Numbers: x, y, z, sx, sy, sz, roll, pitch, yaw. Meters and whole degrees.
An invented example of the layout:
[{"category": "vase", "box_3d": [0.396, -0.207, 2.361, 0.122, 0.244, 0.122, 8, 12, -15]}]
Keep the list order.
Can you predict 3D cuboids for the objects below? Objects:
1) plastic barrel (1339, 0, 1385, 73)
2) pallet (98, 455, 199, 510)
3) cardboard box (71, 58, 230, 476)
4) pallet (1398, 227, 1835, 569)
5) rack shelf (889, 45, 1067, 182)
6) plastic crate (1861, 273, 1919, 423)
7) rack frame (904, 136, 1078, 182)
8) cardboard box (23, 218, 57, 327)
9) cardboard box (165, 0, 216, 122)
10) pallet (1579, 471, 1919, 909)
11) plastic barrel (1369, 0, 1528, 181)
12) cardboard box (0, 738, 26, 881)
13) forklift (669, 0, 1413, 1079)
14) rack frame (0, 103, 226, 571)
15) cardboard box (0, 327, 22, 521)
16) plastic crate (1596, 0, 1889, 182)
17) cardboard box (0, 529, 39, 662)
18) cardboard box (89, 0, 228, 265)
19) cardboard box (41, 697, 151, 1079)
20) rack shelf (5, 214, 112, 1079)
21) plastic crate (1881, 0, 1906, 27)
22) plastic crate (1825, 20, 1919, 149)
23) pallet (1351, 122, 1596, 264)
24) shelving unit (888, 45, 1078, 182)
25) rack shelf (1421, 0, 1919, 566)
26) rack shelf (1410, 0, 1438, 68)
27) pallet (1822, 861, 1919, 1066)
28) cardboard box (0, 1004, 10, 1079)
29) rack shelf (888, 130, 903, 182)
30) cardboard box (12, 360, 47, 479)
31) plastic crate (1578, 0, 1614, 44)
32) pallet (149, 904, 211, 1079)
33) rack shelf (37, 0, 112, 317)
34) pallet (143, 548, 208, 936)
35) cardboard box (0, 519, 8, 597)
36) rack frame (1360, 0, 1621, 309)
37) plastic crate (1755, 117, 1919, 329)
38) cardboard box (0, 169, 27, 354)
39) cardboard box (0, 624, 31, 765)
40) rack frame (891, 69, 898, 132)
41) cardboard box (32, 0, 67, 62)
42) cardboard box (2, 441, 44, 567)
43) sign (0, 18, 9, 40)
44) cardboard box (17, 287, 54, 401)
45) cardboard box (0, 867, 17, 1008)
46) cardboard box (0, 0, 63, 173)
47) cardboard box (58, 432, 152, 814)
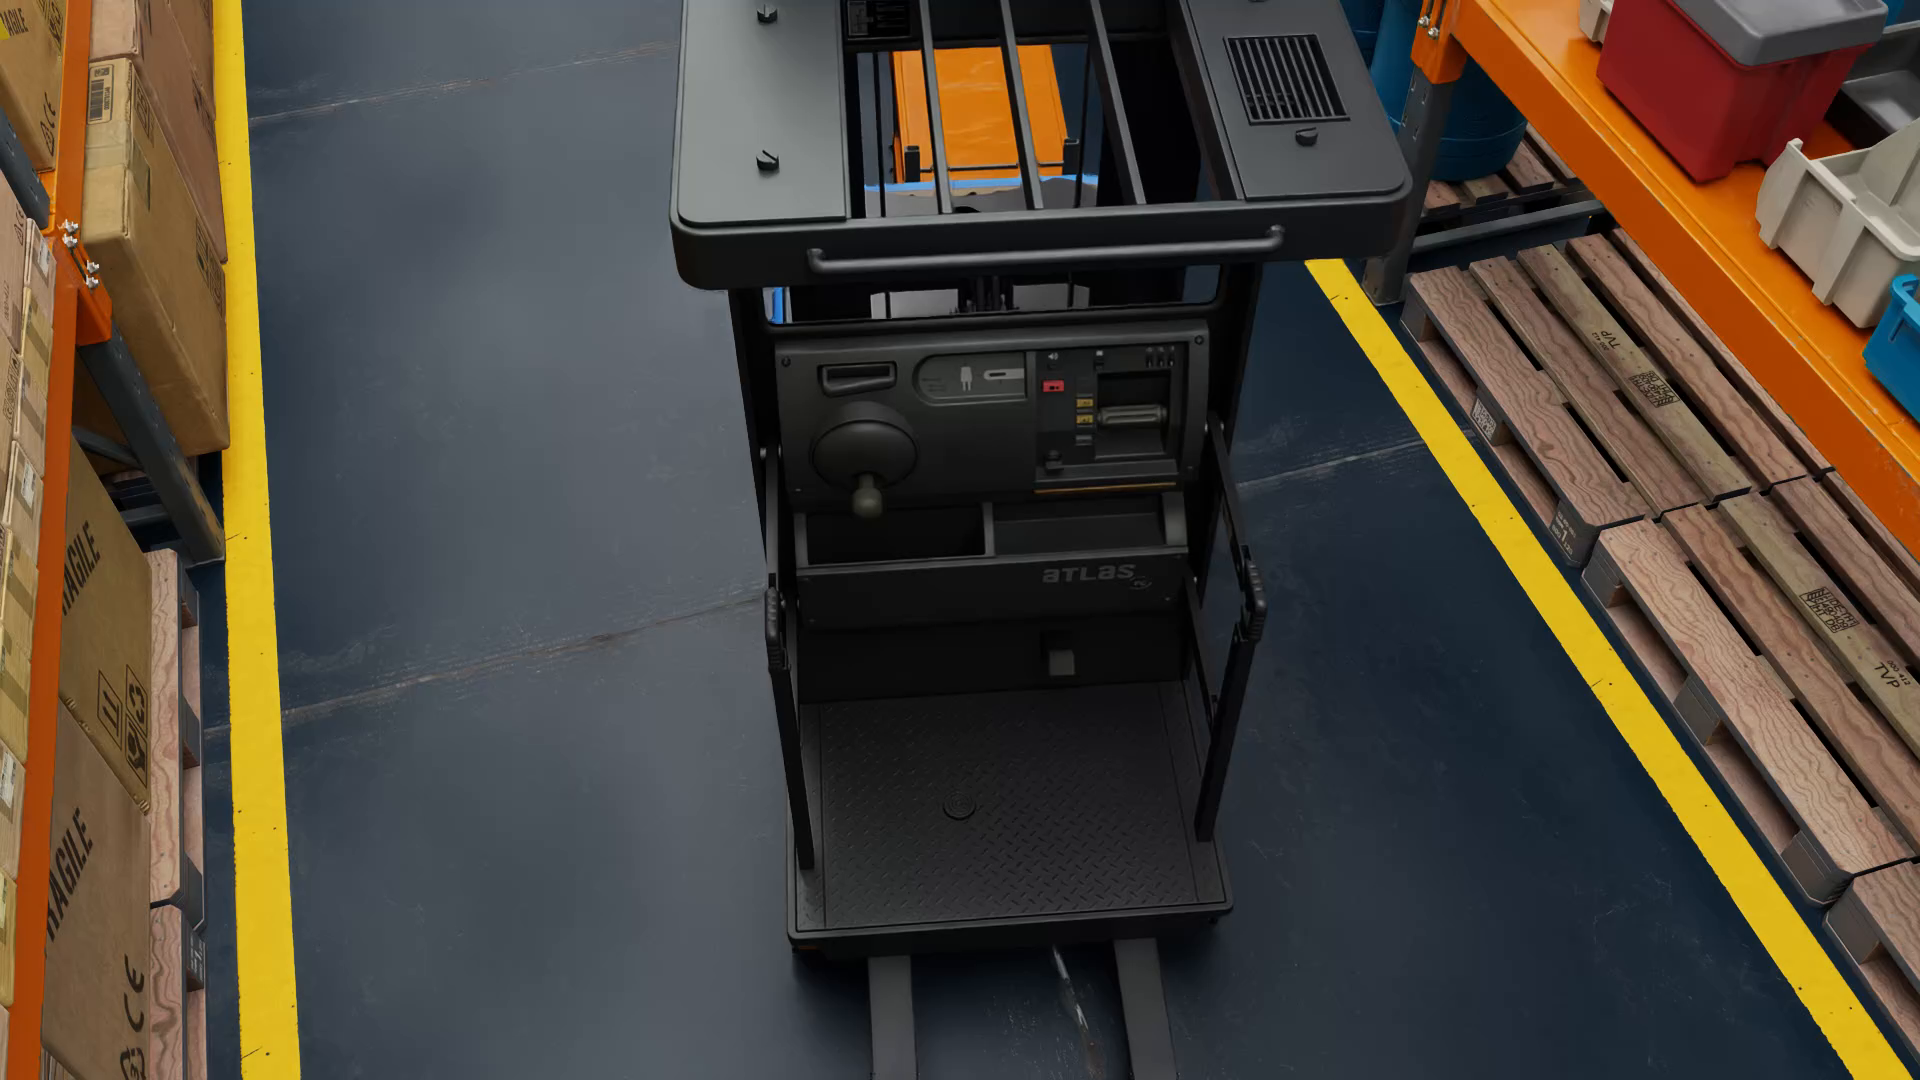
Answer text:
[{"category": "plastic barrel", "box_3d": [1.590, -2.328, 6.348, 0.600, 0.901, 0.708, -13, 51, -11]}, {"category": "pallet", "box_3d": [-3.087, -0.478, 5.515, 1.003, 0.211, 1.213, -13, 51, -11]}, {"category": "cardboard box", "box_3d": [-2.995, -0.744, 5.030, 1.225, 0.875, 0.875, -13, 51, -11]}, {"category": "pallet", "box_3d": [2.199, -0.523, 5.553, 1.003, 0.211, 1.213, -13, 51, -11]}, {"category": "rack shelf", "box_3d": [0.052, -1.342, 5.263, 0.538, 0.278, 1.000, -3, 50, -3]}, {"category": "plastic crate", "box_3d": [2.275, -0.436, 3.726, 0.416, 0.233, 0.300, -13, 51, -11]}, {"category": "rack frame", "box_3d": [0.091, -0.766, 5.160, 0.500, 1.125, 0.032, -3, 50, -3]}, {"category": "cardboard box", "box_3d": [-2.384, -0.601, 3.959, 0.380, 0.149, 0.250, -13, 51, -11]}, {"category": "cardboard box", "box_3d": [-3.529, -2.041, 6.124, 1.225, 0.875, 0.875, -13, 51, -11]}, {"category": "pallet", "box_3d": [2.563, 0.369, 4.801, 1.003, 0.211, 1.213, -13, 51, -11]}, {"category": "plastic barrel", "box_3d": [1.800, -1.811, 5.912, 0.600, 0.901, 0.708, -13, 51, -11]}, {"category": "cardboard box", "box_3d": [-1.929, 0.524, 3.011, 0.380, 0.149, 0.250, -13, 51, -10]}, {"category": "forklift", "box_3d": [0.092, -0.153, 3.462, 1.130, 2.935, 3.031, -3, 50, -3]}, {"category": "rack frame", "box_3d": [-2.787, -0.830, 3.988, 1.000, 3.000, 0.127, -13, 51, -11]}, {"category": "cardboard box", "box_3d": [-2.250, -0.237, 3.392, 0.500, 0.250, 0.500, -12, 51, -10]}, {"category": "plastic crate", "box_3d": [1.969, -1.281, 4.287, 0.402, 0.464, 0.583, -13, 51, -11]}, {"category": "cardboard box", "box_3d": [-2.079, 0.151, 3.325, 0.380, 0.149, 0.250, -12, 51, -10]}, {"category": "cardboard box", "box_3d": [-3.260, -1.396, 5.580, 1.225, 0.875, 0.875, -15, 51, -12]}, {"category": "cardboard box", "box_3d": [-2.402, 0.876, 3.664, 0.875, 0.875, 0.875, -13, 51, -11]}, {"category": "rack shelf", "box_3d": [-2.195, 0.862, 3.032, 1.077, 0.370, 4.000, -13, 51, -11]}, {"category": "plastic crate", "box_3d": [2.408, -1.701, 4.693, 0.392, 0.384, 0.575, -13, 51, -11]}, {"category": "plastic crate", "box_3d": [2.532, -1.124, 4.377, 0.437, 0.125, 0.590, -13, 51, -11]}, {"category": "pallet", "box_3d": [1.756, -1.625, 6.481, 1.003, 0.211, 1.213, -13, 51, -11]}, {"category": "shelving unit", "box_3d": [0.052, -1.153, 5.487, 0.538, 1.125, 1.048, -3, 50, -3]}, {"category": "rack shelf", "box_3d": [2.536, -0.258, 3.976, 1.077, 0.370, 4.000, -13, 51, -11]}, {"category": "rack shelf", "box_3d": [1.353, -3.179, 6.439, 1.077, 0.370, 4.000, -13, 51, -11]}, {"category": "pallet", "box_3d": [2.921, 1.259, 4.051, 1.003, 0.211, 1.213, -13, 51, -11]}, {"category": "cardboard box", "box_3d": [-1.776, 0.900, 2.694, 0.380, 0.149, 0.250, -14, 51, -11]}, {"category": "rack shelf", "box_3d": [0.052, -0.996, 5.674, 0.538, 0.278, 1.000, -3, 50, -3]}, {"category": "cardboard box", "box_3d": [-2.232, -0.225, 3.642, 0.380, 0.149, 0.250, -14, 51, -12]}, {"category": "plastic crate", "box_3d": [1.946, -1.512, 4.696, 0.396, 0.136, 0.243, -13, 51, -11]}, {"category": "pallet", "box_3d": [-2.272, 1.534, 3.819, 1.003, 0.211, 1.213, -13, 51, -11]}, {"category": "rack shelf", "box_3d": [-3.378, -2.059, 5.495, 1.077, 0.370, 4.000, -13, 51, -11]}, {"category": "pallet", "box_3d": [-2.637, 0.641, 4.571, 1.003, 0.211, 1.213, -13, 51, -11]}, {"category": "cardboard box", "box_3d": [-2.099, 0.135, 3.078, 0.500, 0.250, 0.500, -12, 51, -10]}, {"category": "rack frame", "box_3d": [1.944, -1.950, 4.932, 1.000, 3.000, 0.127, -13, 51, -11]}, {"category": "plastic crate", "box_3d": [2.220, -0.775, 3.979, 0.437, 0.282, 0.530, -13, 51, -11]}, {"category": "cardboard box", "box_3d": [-2.406, -0.615, 3.710, 0.500, 0.250, 0.500, -14, 51, -12]}, {"category": "cardboard box", "box_3d": [-2.003, 0.338, 3.168, 0.380, 0.149, 0.250, -14, 51, -12]}, {"category": "rack frame", "box_3d": [0.013, -1.541, 5.813, 0.500, 1.125, 0.032, -3, 50, -3]}, {"category": "cardboard box", "box_3d": [-2.834, -1.622, 4.590, 0.500, 0.500, 0.500, -13, 51, -11]}, {"category": "cardboard box", "box_3d": [-2.156, -0.038, 3.484, 0.380, 0.149, 0.250, -12, 51, -10]}, {"category": "sign", "box_3d": [-2.257, -1.262, 3.734, 0.100, 0.325, 0.005, -13, 51, -11]}, {"category": "cardboard box", "box_3d": [-2.307, -0.413, 3.800, 0.380, 0.149, 0.250, -12, 51, -10]}, {"category": "cardboard box", "box_3d": [-1.850, 0.715, 2.850, 0.380, 0.149, 0.250, -14, 51, -12]}, {"category": "cardboard box", "box_3d": [-2.684, -1.255, 4.281, 0.500, 0.500, 0.500, -13, 51, -11]}, {"category": "cardboard box", "box_3d": [-2.668, 0.219, 4.218, 0.875, 0.875, 0.875, -13, 51, -11]}]
